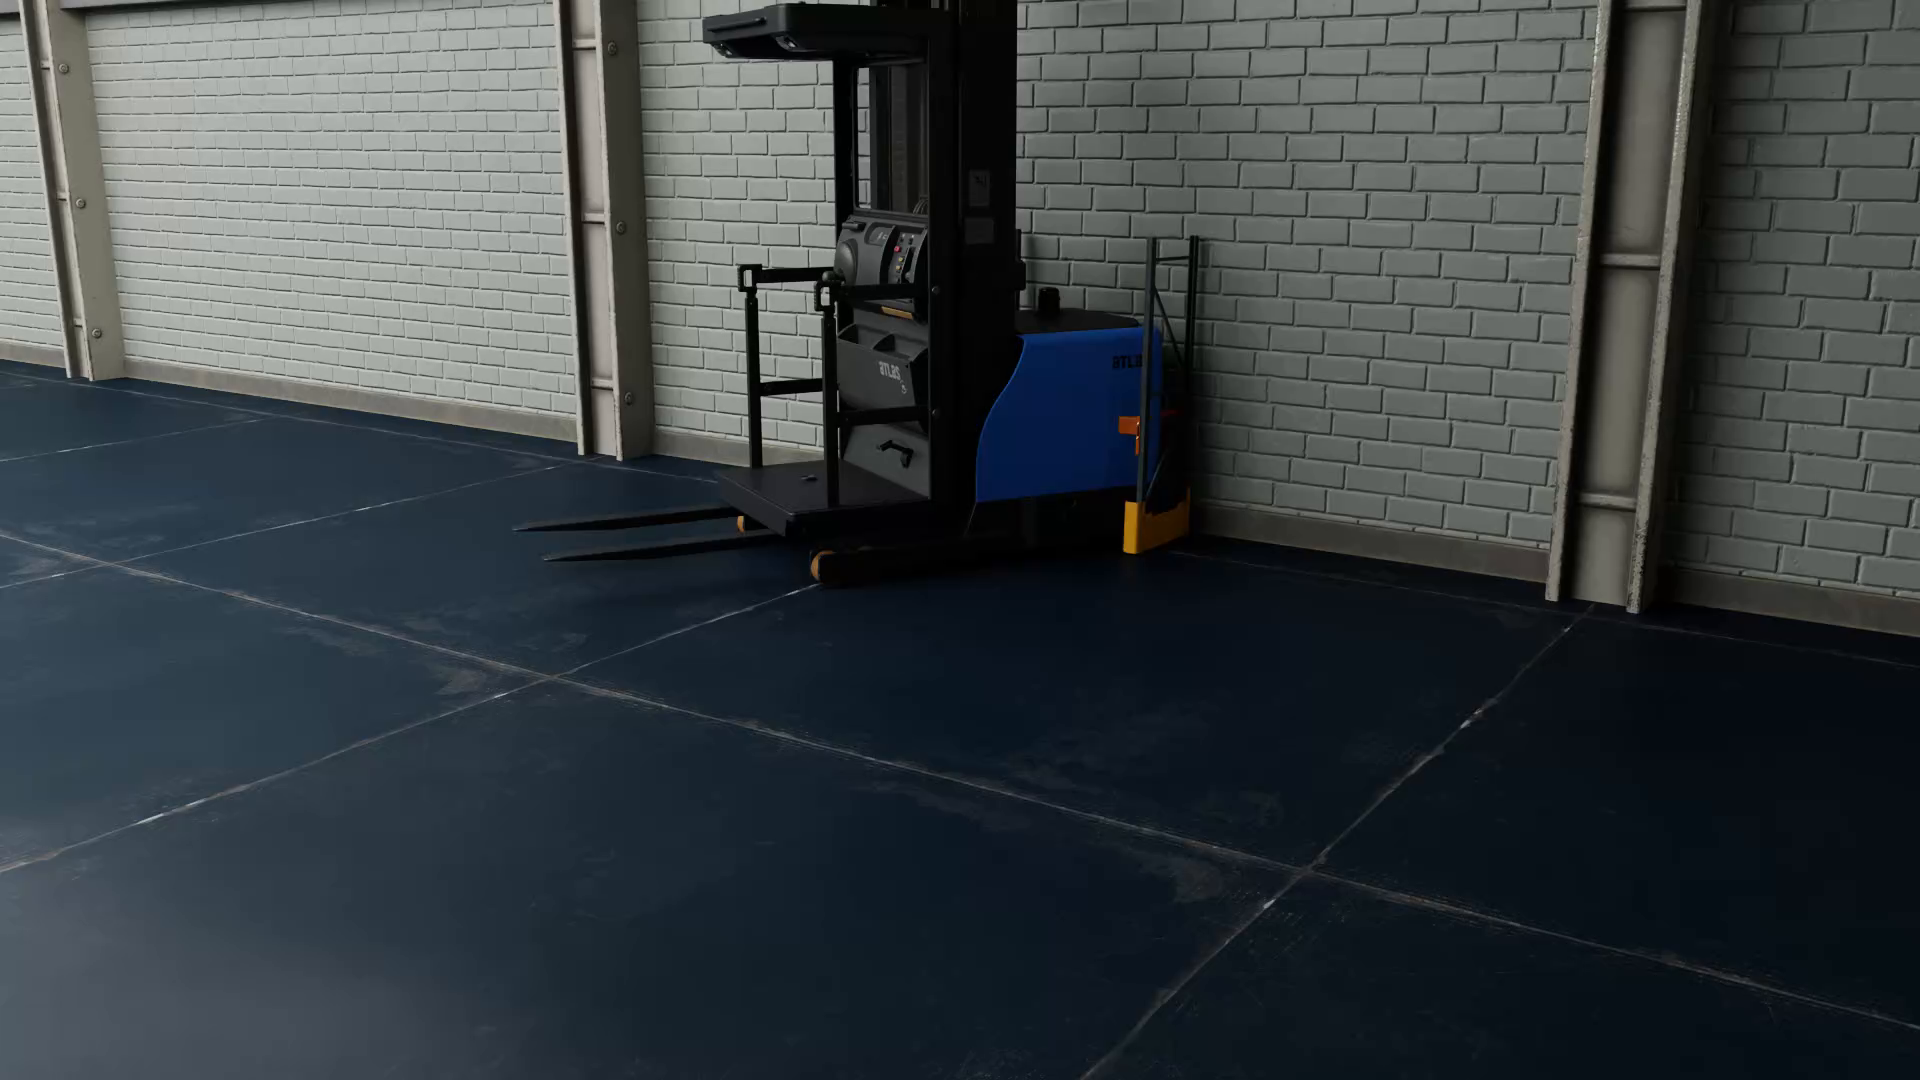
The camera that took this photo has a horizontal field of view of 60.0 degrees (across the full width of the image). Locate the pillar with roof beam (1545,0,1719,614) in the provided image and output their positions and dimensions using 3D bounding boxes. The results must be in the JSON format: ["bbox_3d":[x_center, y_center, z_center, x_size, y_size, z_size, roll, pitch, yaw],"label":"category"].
[{"bbox_3d":[0.406,-3.254,2.740,0.400,9.000,9.100,9,17,33],"label":"pillar with roof beam"}]

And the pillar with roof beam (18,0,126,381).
[{"bbox_3d":[-9.552,-4.863,9.241,0.400,9.000,9.100,9,17,33],"label":"pillar with roof beam"}]

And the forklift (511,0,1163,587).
[{"bbox_3d":[-0.557,-1.356,7.700,3.031,2.935,1.130,-7,15,-26],"label":"forklift"}]

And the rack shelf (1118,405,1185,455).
[{"bbox_3d":[0.580,-0.608,8.408,1.000,0.185,0.538,9,15,32],"label":"rack shelf"}]

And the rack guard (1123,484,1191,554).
[{"bbox_3d":[0.981,-0.109,8.243,0.087,0.250,0.587,9,15,32],"label":"rack guard"}]

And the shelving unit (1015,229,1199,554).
[{"bbox_3d":[0.575,-0.785,8.375,1.083,1.500,0.587,9,15,32],"label":"shelving unit"}]

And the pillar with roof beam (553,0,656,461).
[{"bbox_3d":[-4.573,-4.058,5.990,0.400,9.000,9.100,9,17,33],"label":"pillar with roof beam"}]

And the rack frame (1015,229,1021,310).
[{"bbox_3d":[0.158,-0.851,8.641,0.032,1.500,0.500,9,15,32],"label":"rack frame"}]

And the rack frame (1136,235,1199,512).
[{"bbox_3d":[1.007,-0.716,8.098,0.032,1.500,0.500,9,15,32],"label":"rack frame"}]
